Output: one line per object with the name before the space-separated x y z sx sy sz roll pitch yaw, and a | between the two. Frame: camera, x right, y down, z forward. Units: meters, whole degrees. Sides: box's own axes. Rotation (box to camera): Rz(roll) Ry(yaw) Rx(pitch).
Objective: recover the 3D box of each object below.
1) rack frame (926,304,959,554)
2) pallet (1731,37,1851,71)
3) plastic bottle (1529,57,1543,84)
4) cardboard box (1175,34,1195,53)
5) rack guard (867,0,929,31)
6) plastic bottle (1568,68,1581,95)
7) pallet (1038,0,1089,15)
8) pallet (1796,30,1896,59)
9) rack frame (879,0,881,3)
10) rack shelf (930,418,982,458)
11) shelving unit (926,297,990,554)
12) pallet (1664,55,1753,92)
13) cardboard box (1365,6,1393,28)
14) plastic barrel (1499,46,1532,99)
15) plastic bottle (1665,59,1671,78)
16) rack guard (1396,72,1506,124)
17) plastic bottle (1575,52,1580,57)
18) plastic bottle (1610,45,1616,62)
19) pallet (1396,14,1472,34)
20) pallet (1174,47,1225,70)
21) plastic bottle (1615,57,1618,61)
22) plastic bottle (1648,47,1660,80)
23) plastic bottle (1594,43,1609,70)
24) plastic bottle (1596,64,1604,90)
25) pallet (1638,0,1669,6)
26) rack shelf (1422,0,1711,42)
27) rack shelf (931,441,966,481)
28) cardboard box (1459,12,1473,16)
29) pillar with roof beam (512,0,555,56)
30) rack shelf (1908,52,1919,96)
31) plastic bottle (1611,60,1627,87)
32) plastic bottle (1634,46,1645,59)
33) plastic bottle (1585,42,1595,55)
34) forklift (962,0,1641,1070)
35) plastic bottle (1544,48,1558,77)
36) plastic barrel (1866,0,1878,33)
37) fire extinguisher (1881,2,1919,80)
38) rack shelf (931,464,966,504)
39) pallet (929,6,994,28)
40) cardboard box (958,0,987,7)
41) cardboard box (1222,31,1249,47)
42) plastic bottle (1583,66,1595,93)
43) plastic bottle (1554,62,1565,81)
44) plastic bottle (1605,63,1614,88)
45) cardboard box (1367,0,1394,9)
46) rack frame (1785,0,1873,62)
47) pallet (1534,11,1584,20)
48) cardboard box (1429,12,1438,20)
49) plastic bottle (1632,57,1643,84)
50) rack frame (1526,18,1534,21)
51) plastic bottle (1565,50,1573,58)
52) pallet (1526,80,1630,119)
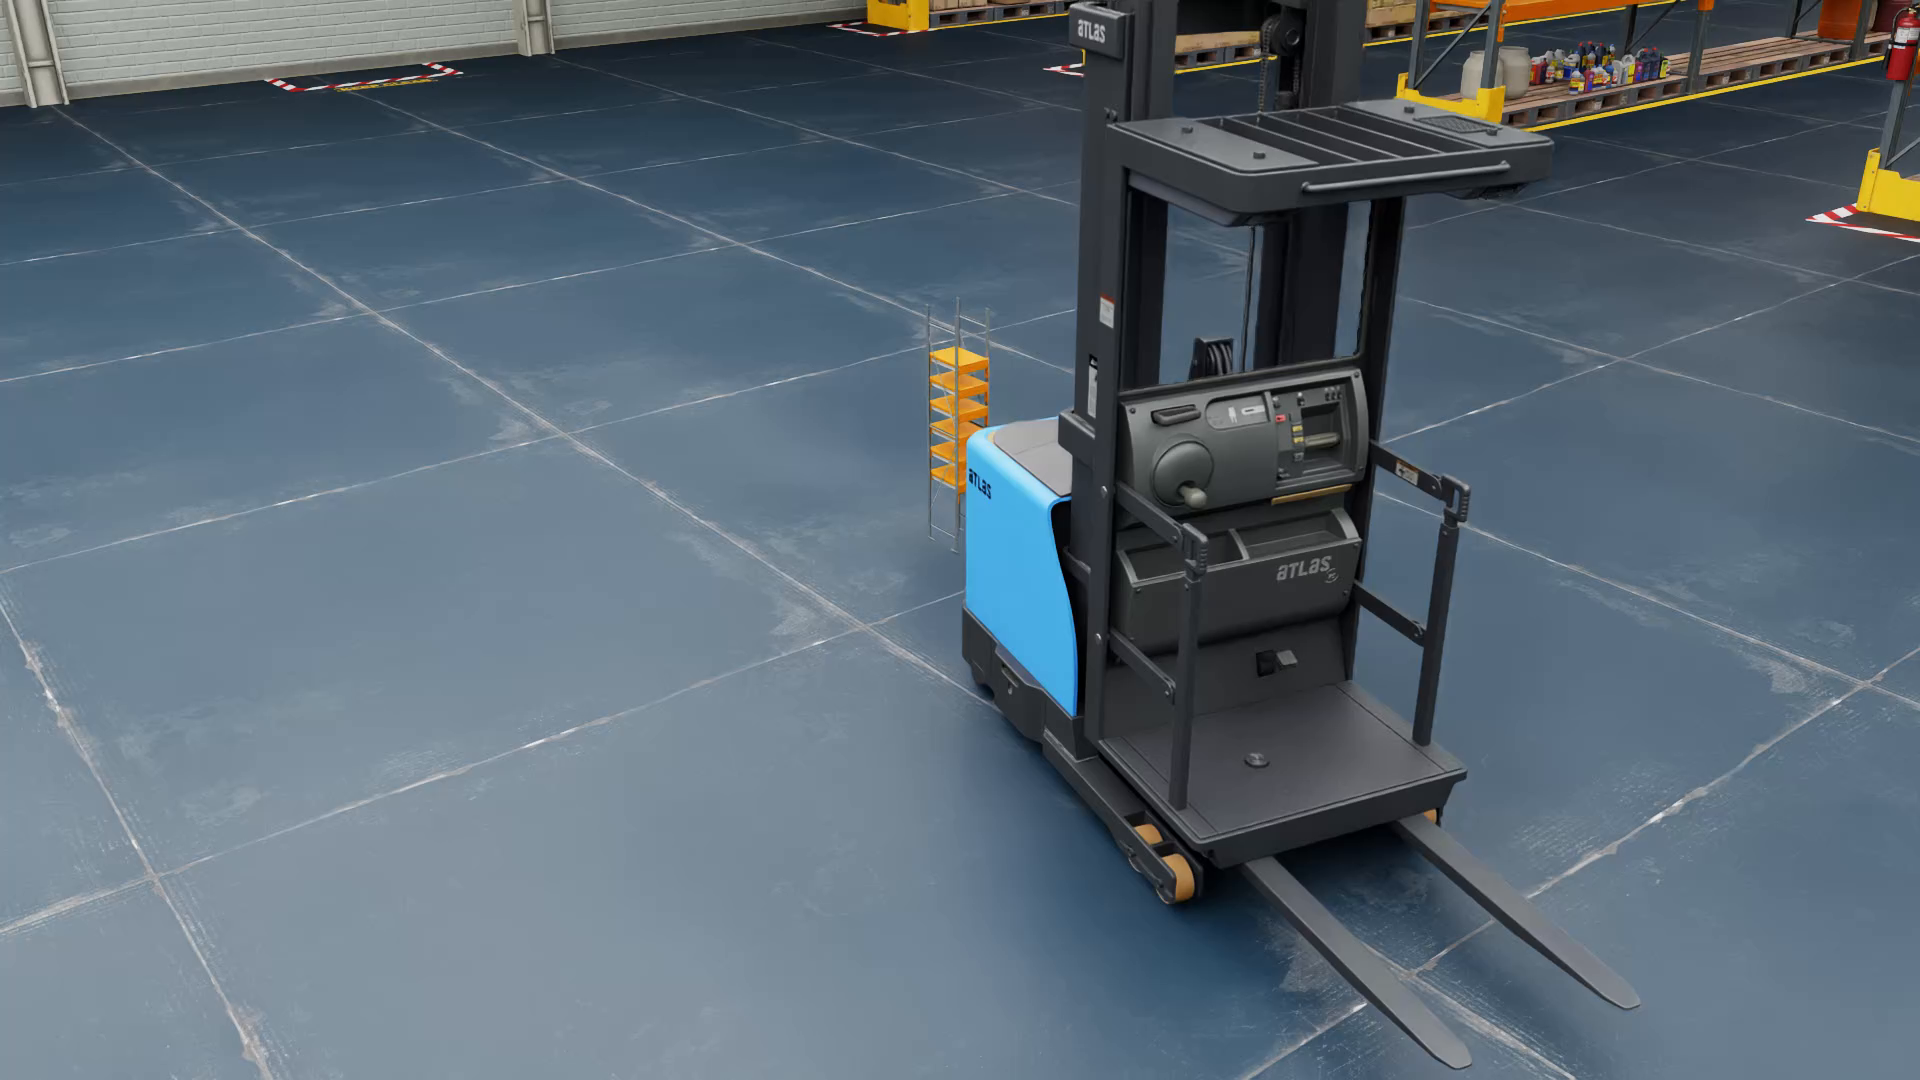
rack frame | -0.083 -0.517 7.938 0.006 1.200 0.240 -18 31 -34
pallet | 10.793 -6.329 21.636 1.213 0.211 1.003 -18 31 -34
plastic bottle | 6.521 -5.347 18.920 0.135 0.276 0.152 -18 30 -34
cardboard box | 2.637 -6.355 21.147 0.500 0.250 0.500 -18 31 -34
rack guard | -0.922 -7.872 24.618 0.348 0.500 1.175 -18 31 -34
plastic bottle | 6.750 -5.034 18.251 0.097 0.271 0.097 0 25 0
pallet | 1.659 -8.574 26.474 1.213 0.211 1.003 -18 31 -34
pallet | 12.021 -6.736 22.513 1.213 0.211 1.003 -18 31 -34
rack frame | -0.982 -8.986 24.049 0.127 3.000 1.000 -18 31 -34
rack shelf | -0.011 -0.500 8.008 0.180 0.103 0.258 -18 31 -34
shelving unit | -0.011 -0.540 7.989 0.189 1.200 0.258 -18 31 -34
pallet | 8.873 -5.695 20.270 1.213 0.211 1.003 -18 31 -34
cardboard box | 5.696 -7.351 23.293 0.500 0.250 0.500 -19 31 -35
plastic barrel | 5.997 -5.092 18.116 0.421 0.512 0.421 0 25 0
plastic bottle | 8.186 -5.476 19.287 0.097 0.201 0.097 0 25 0
rack guard | 5.162 -4.605 17.580 0.348 0.500 1.175 -18 31 -34
plastic bottle | 7.147 -5.533 19.328 0.097 0.271 0.097 0 25 0
plastic bottle | 7.758 -5.768 19.832 0.097 0.271 0.097 0 25 0
pallet | 6.742 -7.643 24.468 1.213 0.211 1.003 -18 31 -34
pallet | 2.654 -6.294 21.560 1.213 0.211 1.003 -18 31 -34
plastic bottle | 7.461 -5.341 18.900 0.133 0.283 0.061 -18 31 -34
plastic bottle | 7.950 -5.478 19.115 0.185 0.351 0.144 -19 31 -35
plastic bottle | 7.477 -5.621 19.423 0.185 0.351 0.144 -18 31 -34
plastic bottle | 7.099 -5.149 18.499 0.097 0.271 0.097 0 25 0
pallet | 10.904 -8.974 27.336 1.213 0.211 1.003 -18 31 -34
rack shelf | 6.705 -5.897 18.248 4.000 0.370 1.077 -18 31 -34
rack shelf | -0.011 -0.391 8.059 0.180 0.103 0.258 -18 31 -34
cardboard box | 7.309 -7.885 24.444 0.500 0.250 0.500 -17 30 -33
pillar with roof beam | -3.030 -9.191 17.364 0.400 9.000 9.100 -18 31 -34
rack shelf | 9.761 -4.256 14.713 4.000 0.370 1.077 -18 31 -34
plastic bottle | 7.415 -5.270 18.754 0.135 0.276 0.152 -18 30 -33
plastic bottle | 7.861 -5.526 19.218 0.185 0.351 0.144 -18 31 -34
plastic bottle | 7.388 -5.669 19.526 0.185 0.351 0.144 -17 30 -33
forklift | 1.064 -0.309 5.434 1.130 2.935 3.031 -10 27 -21
plastic bottle | 6.758 -5.461 19.078 0.185 0.351 0.144 -17 30 -32
plastic barrel | 12.190 -7.153 22.556 0.421 0.512 0.421 0 25 0
fire extinguisher | 7.813 -4.151 13.723 0.183 0.674 0.296 -18 31 -34
rack shelf | -0.011 -0.282 8.109 0.180 0.103 0.258 -18 31 -34
pallet | -0.261 -7.940 25.108 1.213 0.211 1.003 -18 31 -34
cardboard box | 0.067 -8.264 25.164 0.500 0.311 0.500 -15 29 -30
cardboard box | 3.422 -6.616 21.709 0.500 0.250 0.500 -18 31 -34
plastic bottle | 6.940 -5.092 18.363 0.133 0.283 0.061 -18 30 -33
plastic bottle | 6.867 -5.365 19.048 0.097 0.201 0.097 0 25 0
plastic bottle | 7.258 -5.201 18.613 0.097 0.271 0.097 0 25 0
cardboard box | 5.704 -7.607 23.180 0.500 0.311 0.500 -18 30 -34
rack frame | 11.427 -7.782 21.455 0.127 3.000 1.000 -18 31 -34
pallet | 8.984 -8.341 25.971 1.213 0.211 1.003 -18 31 -34
cardboard box | 6.505 -7.619 23.870 0.500 0.250 0.500 -19 31 -36
plastic bottle | 7.697 -5.342 18.901 0.133 0.283 0.061 -16 29 -31
rack frame | 8.373 -9.424 24.993 0.127 3.000 1.000 -18 31 -34
plastic bottle | 7.084 -5.560 19.371 0.133 0.283 0.061 -17 30 -32
pallet | 6.764 -4.999 18.770 1.213 0.211 1.003 -18 31 -34
